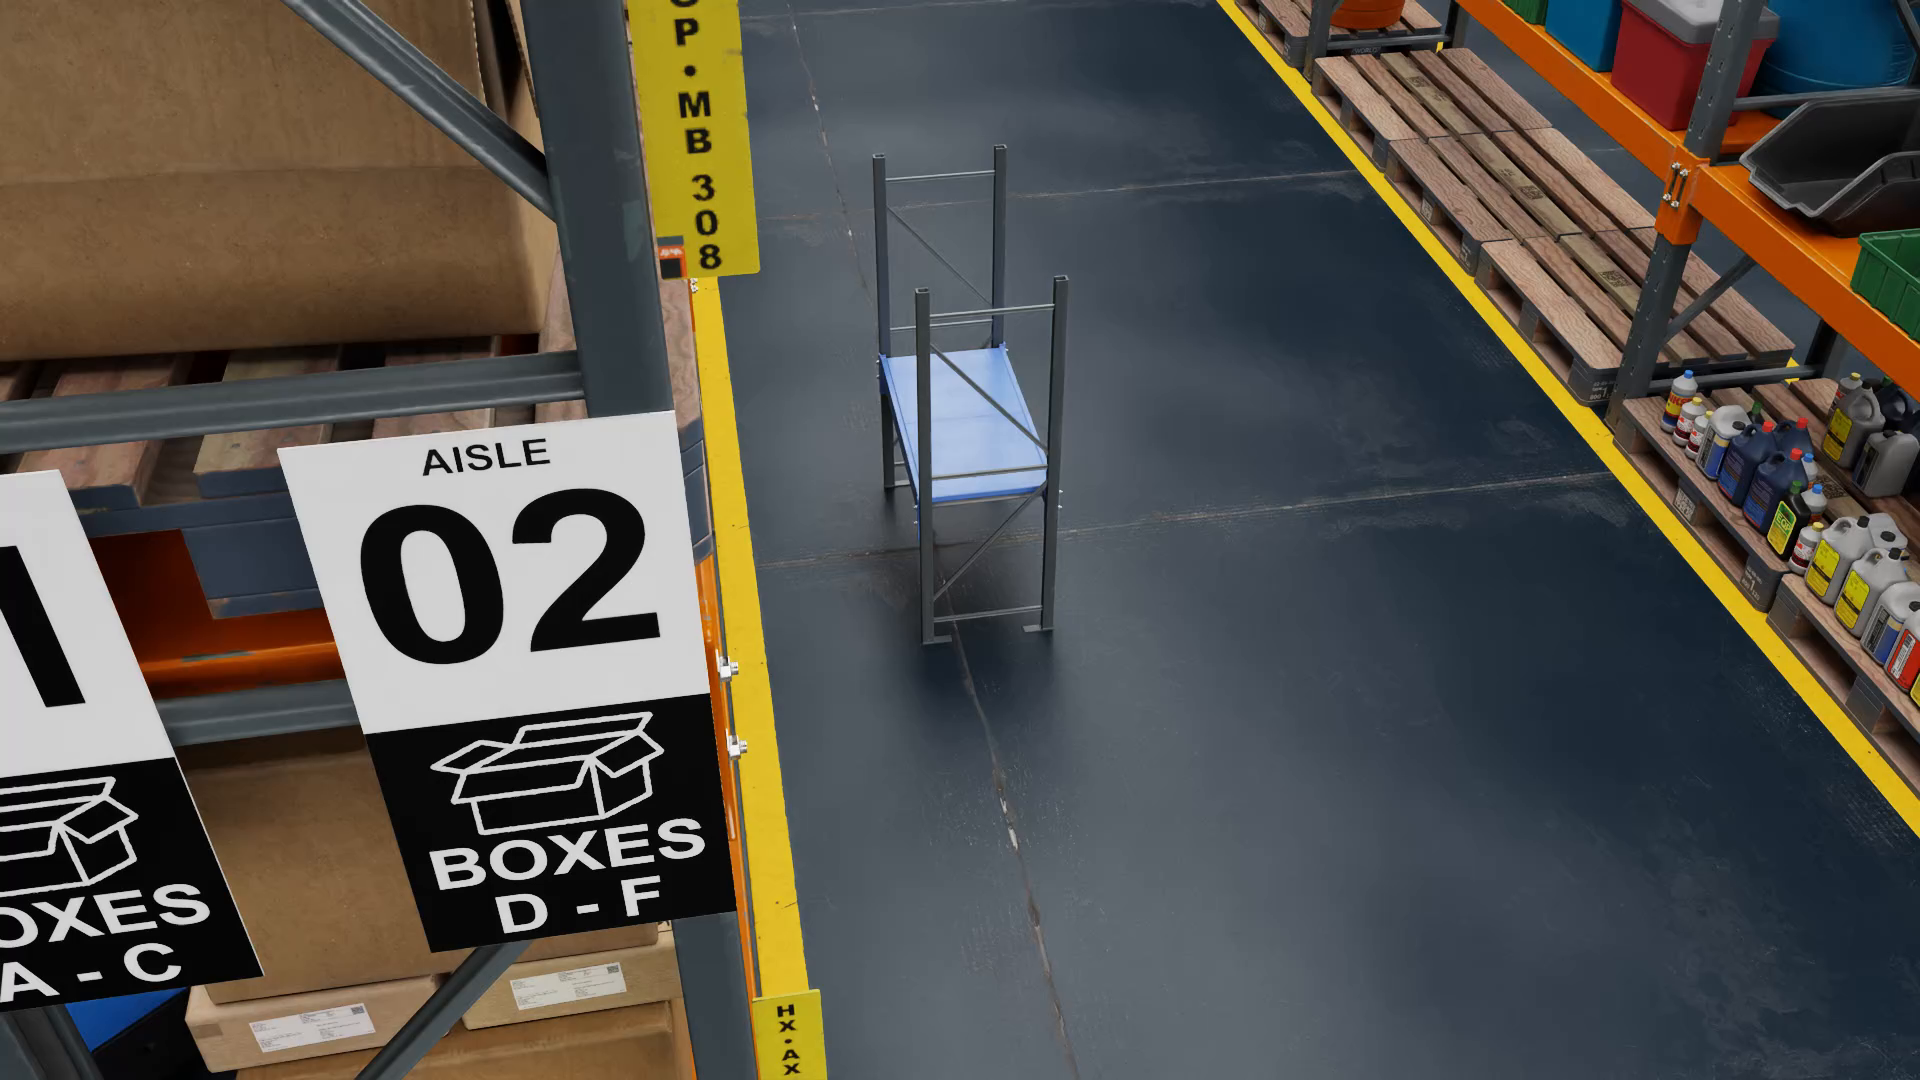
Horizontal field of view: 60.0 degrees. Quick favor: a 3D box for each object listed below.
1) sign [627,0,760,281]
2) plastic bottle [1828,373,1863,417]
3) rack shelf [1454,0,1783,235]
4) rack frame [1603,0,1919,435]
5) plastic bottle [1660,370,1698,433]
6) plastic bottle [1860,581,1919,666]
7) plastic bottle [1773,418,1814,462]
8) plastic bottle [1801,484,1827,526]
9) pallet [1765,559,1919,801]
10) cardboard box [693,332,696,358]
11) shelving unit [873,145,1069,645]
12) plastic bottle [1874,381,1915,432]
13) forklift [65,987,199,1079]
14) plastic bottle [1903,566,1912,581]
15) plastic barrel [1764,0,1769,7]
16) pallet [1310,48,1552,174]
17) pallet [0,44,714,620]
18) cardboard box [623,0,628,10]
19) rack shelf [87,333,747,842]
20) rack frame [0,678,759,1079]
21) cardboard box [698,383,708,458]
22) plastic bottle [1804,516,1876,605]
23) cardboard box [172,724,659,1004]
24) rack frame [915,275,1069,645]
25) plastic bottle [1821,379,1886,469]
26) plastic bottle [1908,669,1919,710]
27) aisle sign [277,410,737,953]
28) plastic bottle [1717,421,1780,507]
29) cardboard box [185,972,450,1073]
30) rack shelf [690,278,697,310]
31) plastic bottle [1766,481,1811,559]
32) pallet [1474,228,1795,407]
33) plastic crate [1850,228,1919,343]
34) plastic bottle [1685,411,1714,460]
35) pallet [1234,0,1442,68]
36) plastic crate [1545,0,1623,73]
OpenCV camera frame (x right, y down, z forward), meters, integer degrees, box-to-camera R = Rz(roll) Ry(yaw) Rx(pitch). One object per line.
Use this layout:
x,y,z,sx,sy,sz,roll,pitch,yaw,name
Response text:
-0.254,-0.398,1.595,0.100,0.325,0.005,-6,38,-8,sign
3.745,-0.610,7.013,0.097,0.201,0.097,0,38,0,plastic bottle
3.024,-2.651,8.304,1.077,0.370,4.000,-6,38,-8,rack shelf
3.375,-1.727,6.528,1.000,3.000,0.127,-6,38,-8,rack frame
2.999,-0.584,6.922,0.097,0.271,0.097,0,38,0,plastic bottle
3.281,0.290,5.794,0.152,0.276,0.135,-7,38,-9,plastic bottle
3.250,-0.338,6.541,0.144,0.351,0.185,-6,38,-8,plastic bottle
3.204,-0.093,6.289,0.097,0.271,0.097,0,38,0,plastic bottle
3.669,0.523,5.905,1.003,0.211,1.213,-6,38,-8,pallet
-1.330,-0.775,6.744,0.500,0.311,0.500,-6,38,-8,cardboard box
0.015,-0.541,6.224,0.538,1.500,1.048,-6,38,-8,shelving unit
3.772,-0.497,6.745,0.144,0.351,0.185,-7,38,-9,plastic bottle
-3.289,-0.268,4.706,3.031,2.935,1.130,28,46,31,forklift
3.359,0.180,5.996,0.097,0.201,0.097,0,38,0,plastic bottle
3.423,-2.382,7.261,0.433,0.535,0.433,0,38,0,plastic barrel
2.771,-2.570,9.886,1.003,0.211,1.213,-6,38,-8,pallet
-0.900,-0.360,2.396,1.003,0.211,1.213,-6,38,-8,pallet
-0.823,-1.258,2.942,0.500,0.500,0.500,-6,38,-8,cardboard box
-1.152,-0.889,3.591,1.077,0.370,4.000,-6,38,-8,rack shelf
-0.801,1.219,2.736,1.000,3.000,0.127,-6,38,-8,rack frame
-1.329,-0.547,6.908,0.500,0.250,0.500,-7,38,-9,cardboard box
3.216,0.048,6.044,0.144,0.351,0.185,-7,38,-8,plastic bottle
-0.880,0.352,2.713,0.700,0.500,0.500,-6,38,-8,cardboard box
0.104,-0.234,5.828,0.500,1.500,0.032,-6,38,-8,rack frame
3.630,-0.481,6.725,0.144,0.351,0.185,-6,38,-8,plastic bottle
3.284,0.457,5.572,0.061,0.283,0.133,-5,38,-7,plastic bottle
-0.488,0.199,1.929,0.394,0.787,0.004,-6,38,-8,aisle sign
3.108,-0.323,6.521,0.144,0.351,0.185,-5,38,-7,plastic bottle
-1.056,0.713,2.777,0.380,0.149,0.250,-7,38,-9,cardboard box
-1.853,-2.121,7.621,1.077,0.370,4.000,-6,38,-8,rack shelf
3.129,-0.078,6.261,0.061,0.283,0.133,-5,38,-6,plastic bottle
3.199,-1.096,7.989,1.003,0.211,1.213,-6,38,-8,pallet
3.335,-0.793,5.499,0.450,0.188,0.662,-6,38,-8,plastic crate
3.035,-0.433,6.785,0.097,0.201,0.097,0,38,0,plastic bottle
2.494,-3.514,11.101,1.003,0.211,1.213,-6,38,-8,pallet
2.875,-2.354,7.348,0.392,0.384,0.575,-6,38,-8,plastic crate
